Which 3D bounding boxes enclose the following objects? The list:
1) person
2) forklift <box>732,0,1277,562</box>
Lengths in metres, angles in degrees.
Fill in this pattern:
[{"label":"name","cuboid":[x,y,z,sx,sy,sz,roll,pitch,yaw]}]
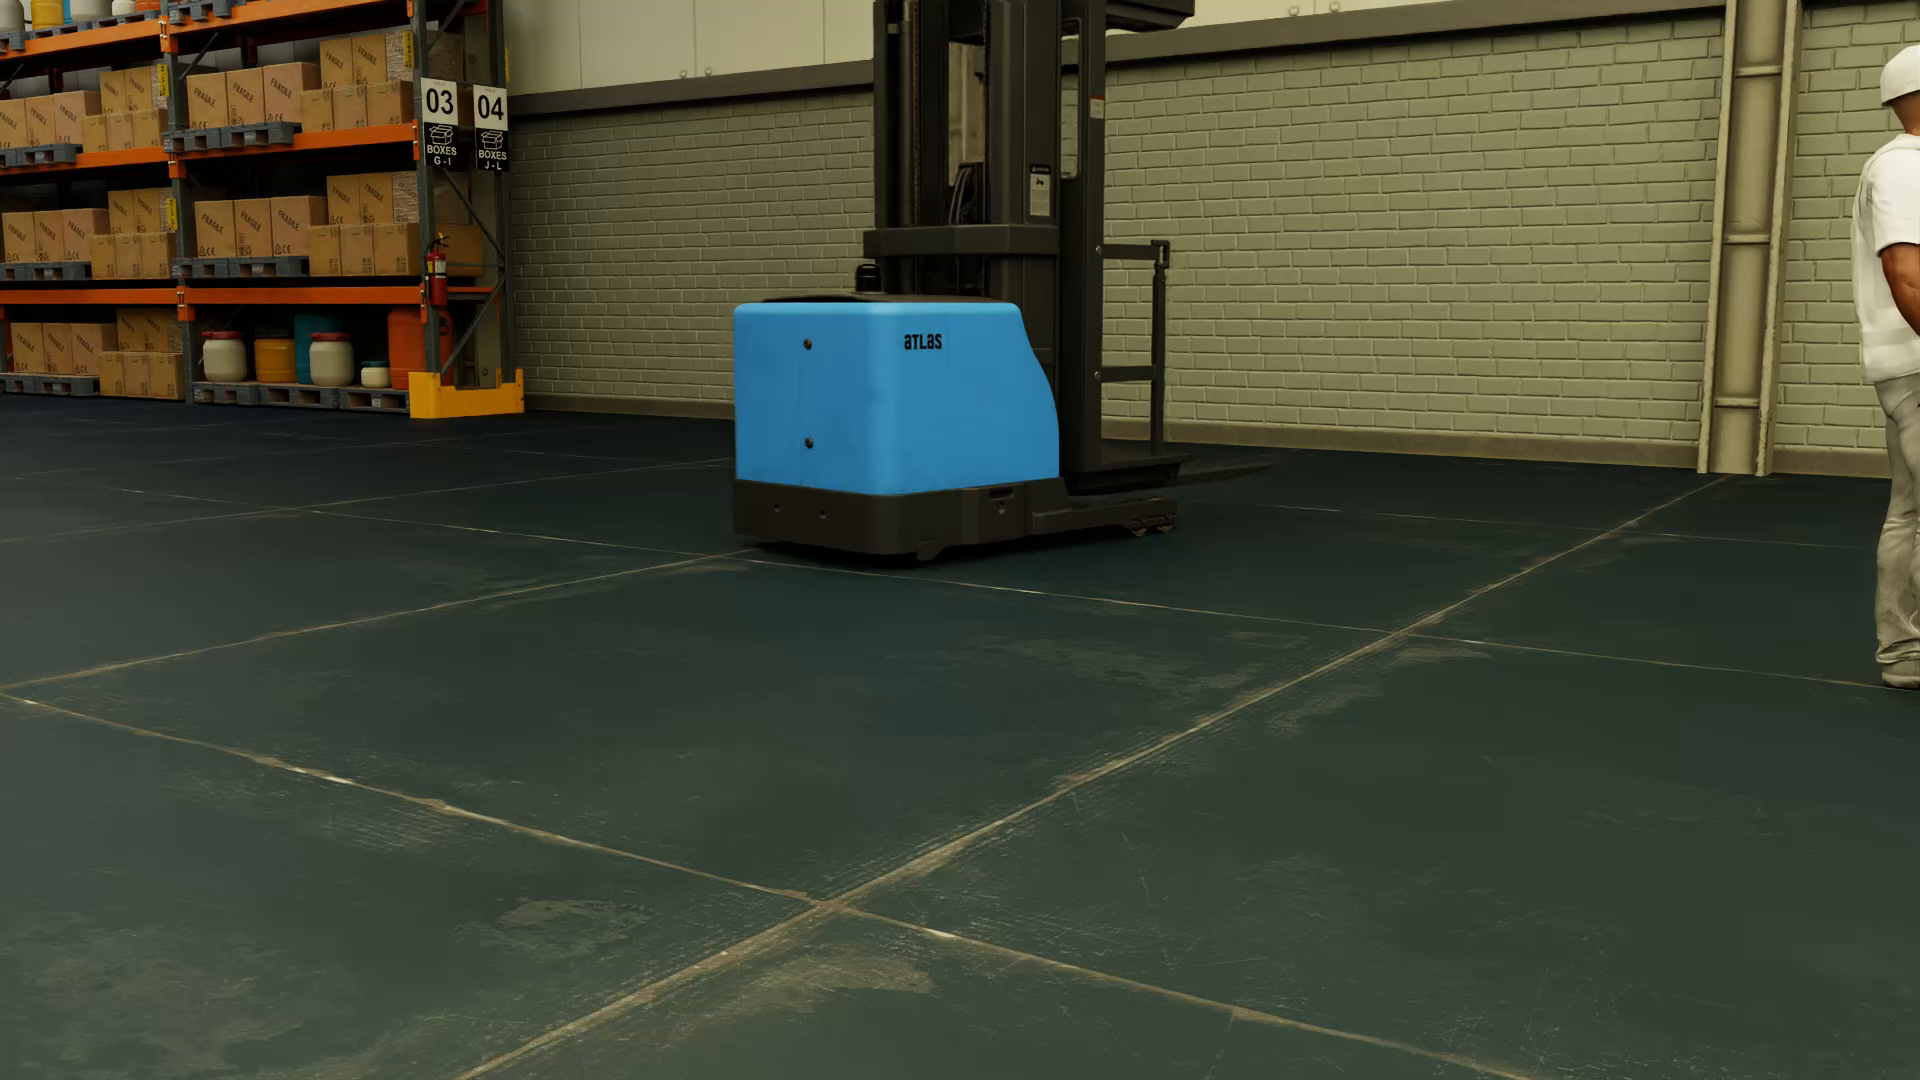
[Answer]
[{"label":"person","cuboid":[2.716,-0.457,4.517,0.578,1.759,0.666,4,9,27]},{"label":"forklift","cuboid":[0.391,-1.516,7.852,1.130,2.935,3.031,8,11,44]}]
